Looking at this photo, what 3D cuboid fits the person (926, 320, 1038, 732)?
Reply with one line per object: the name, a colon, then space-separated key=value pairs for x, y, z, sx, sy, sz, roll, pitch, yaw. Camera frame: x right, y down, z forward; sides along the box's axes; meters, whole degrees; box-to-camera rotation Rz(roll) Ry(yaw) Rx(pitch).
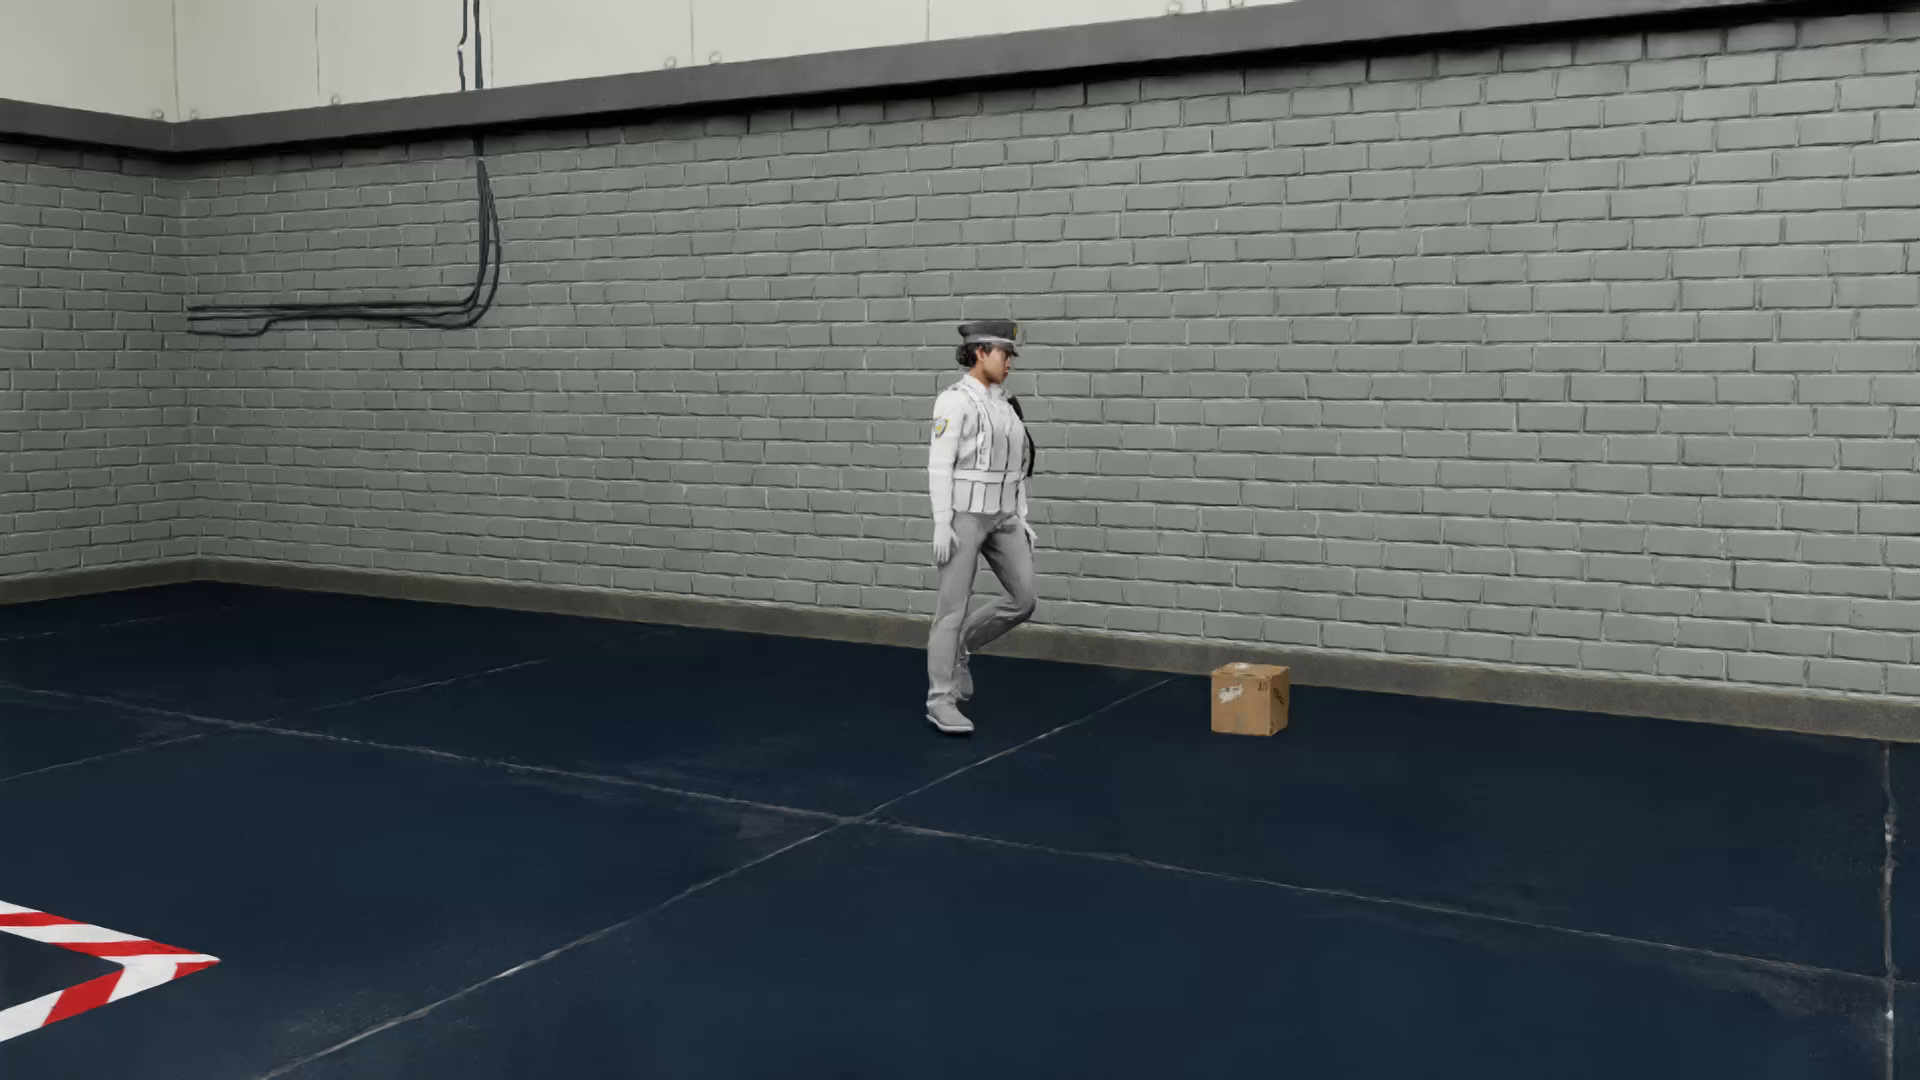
person: x=0.050 y=-0.075 z=6.914 sx=0.444 sy=1.658 sz=0.563 roll=5 pitch=8 yaw=40
